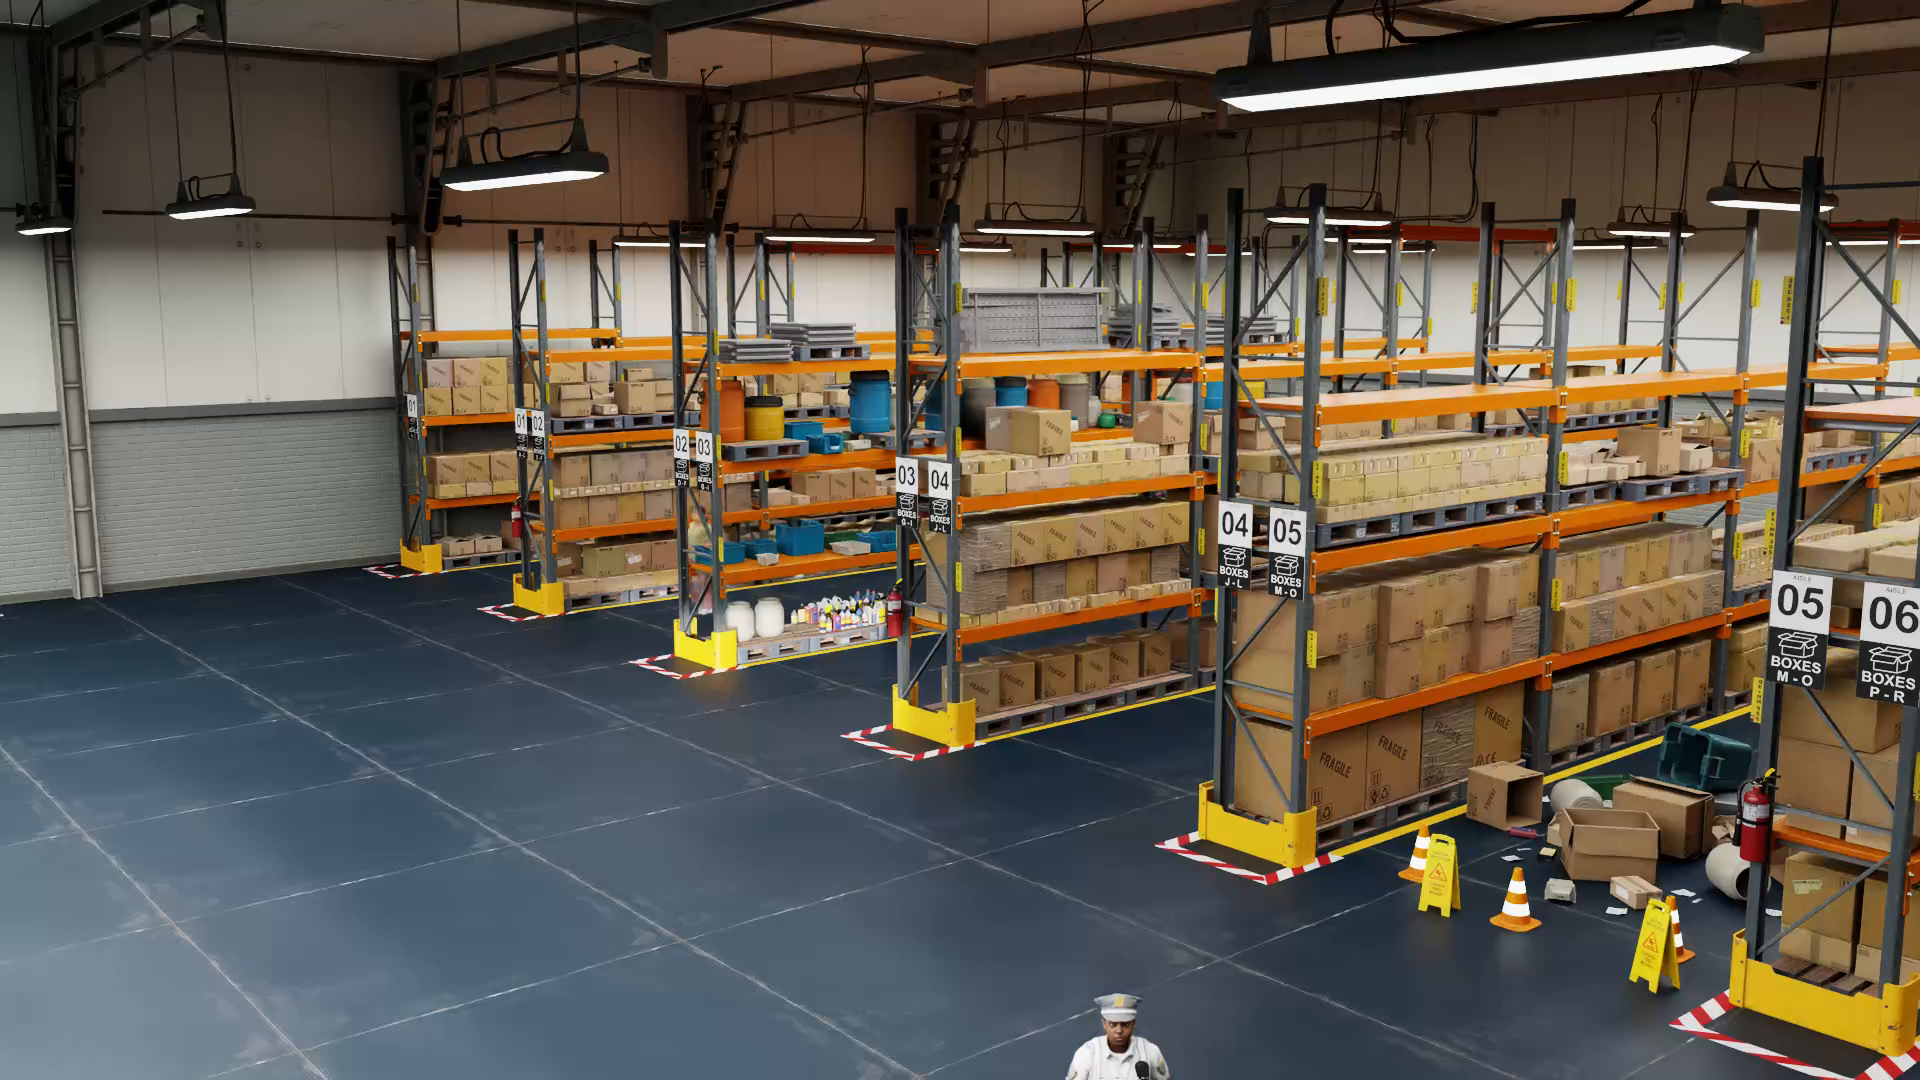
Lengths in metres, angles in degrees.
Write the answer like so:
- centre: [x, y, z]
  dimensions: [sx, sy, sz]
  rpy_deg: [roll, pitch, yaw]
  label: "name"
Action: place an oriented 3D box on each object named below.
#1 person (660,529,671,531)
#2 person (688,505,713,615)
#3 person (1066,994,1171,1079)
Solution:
- centre: [-5.325, -0.139, 29.518]
  dimensions: [0.548, 1.558, 0.518]
  rpy_deg: [-8, 12, -42]
  label: "person"
- centre: [-3.885, 0.301, 24.497]
  dimensions: [0.561, 1.658, 0.594]
  rpy_deg: [5, 10, 30]
  label: "person"
- centre: [0.806, 3.075, 8.490]
  dimensions: [0.577, 1.680, 0.711]
  rpy_deg: [0, 9, 1]
  label: "person"
